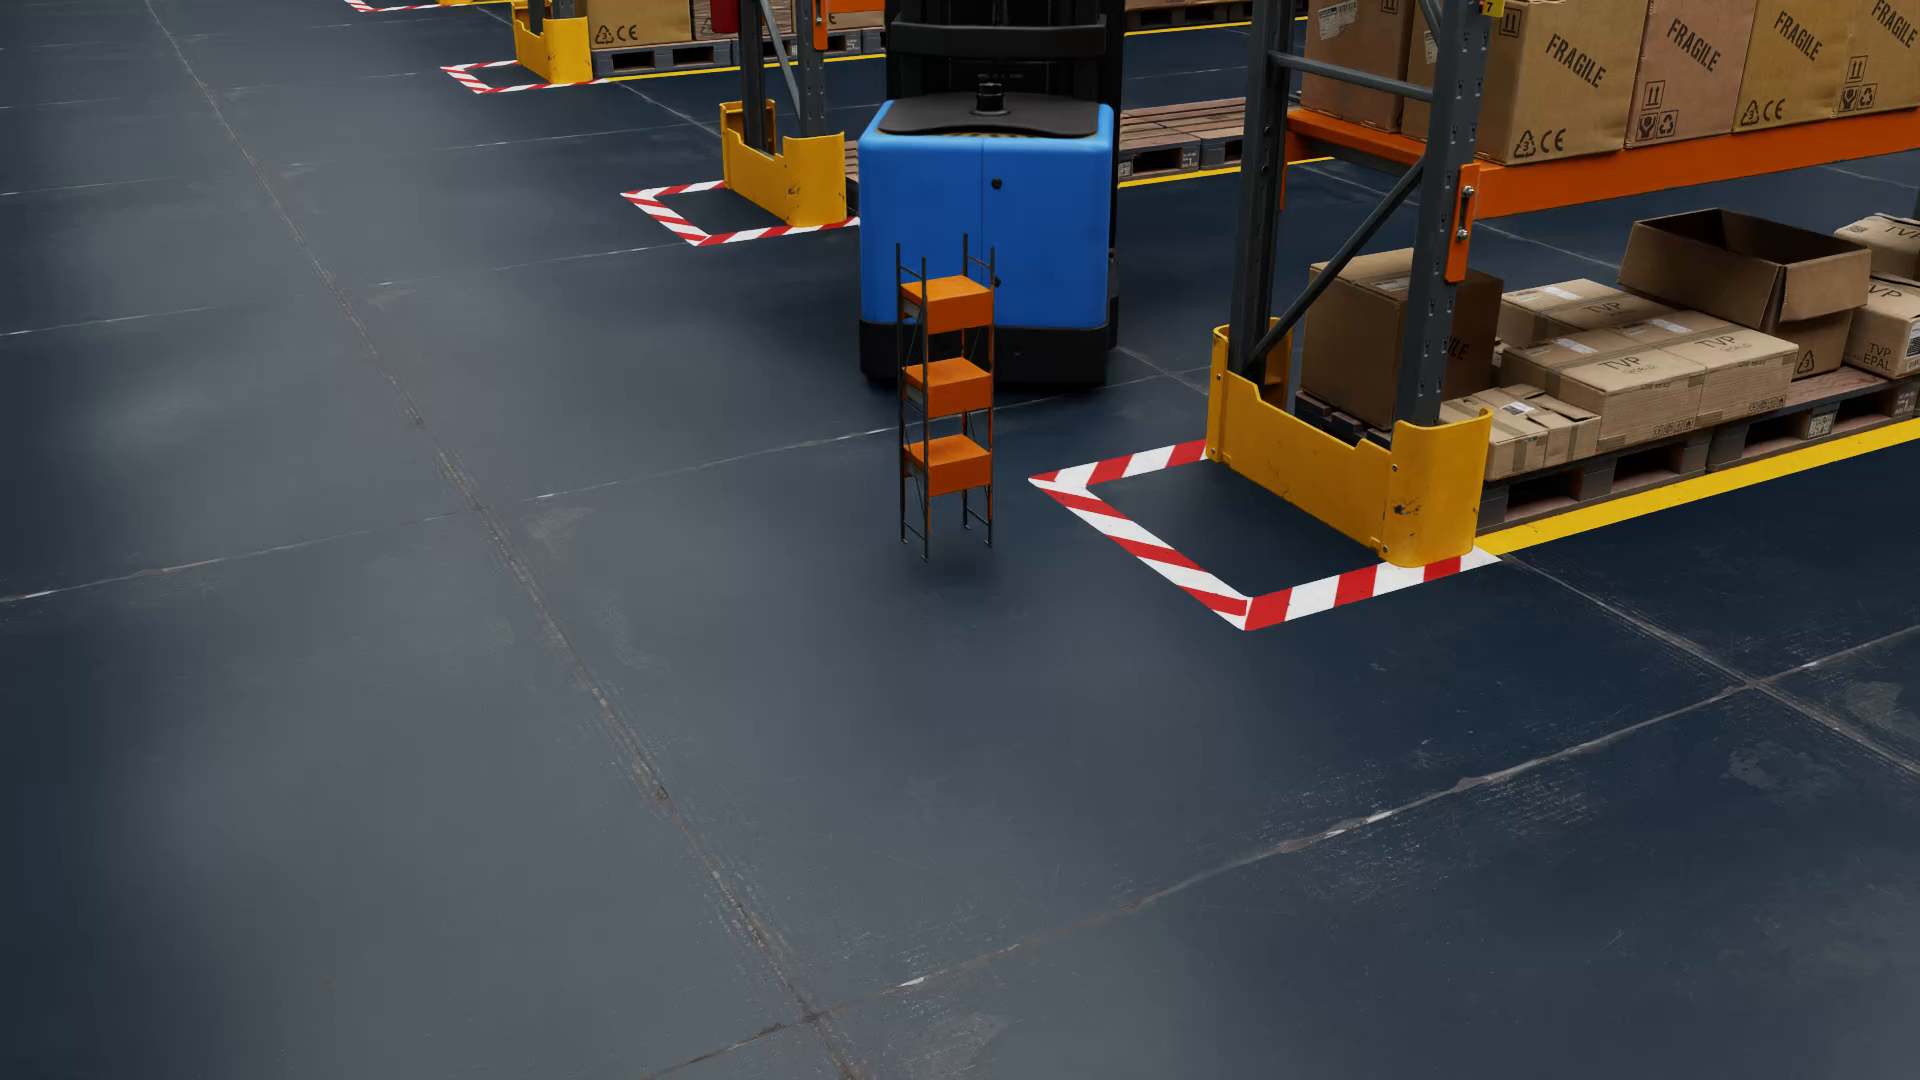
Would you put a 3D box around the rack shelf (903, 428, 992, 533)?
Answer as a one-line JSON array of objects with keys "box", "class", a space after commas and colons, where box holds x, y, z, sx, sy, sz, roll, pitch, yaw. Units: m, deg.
[{"box": [-0.047, -0.202, 5.625, 0.240, 0.259, 0.215, -13, 29, -25], "class": "rack shelf"}]

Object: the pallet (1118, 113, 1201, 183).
[{"box": [0.779, -2.526, 10.767, 1.213, 0.211, 1.003, -13, 29, -25], "class": "pallet"}]

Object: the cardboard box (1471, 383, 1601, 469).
[{"box": [2.038, -0.416, 5.917, 0.250, 0.166, 0.380, -13, 29, -25], "class": "cardboard box"}]

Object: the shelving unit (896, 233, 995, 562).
[{"box": [-0.047, -0.462, 5.500, 0.252, 1.050, 0.215, -13, 29, -25], "class": "shelving unit"}]

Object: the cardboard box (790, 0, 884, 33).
[{"box": [-1.257, -5.034, 14.738, 0.875, 0.875, 0.875, -13, 29, -25], "class": "cardboard box"}]

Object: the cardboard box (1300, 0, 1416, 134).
[{"box": [1.553, -1.731, 5.774, 0.500, 0.500, 0.500, -12, 28, -24], "class": "cardboard box"}]

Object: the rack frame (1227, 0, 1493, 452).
[{"box": [1.286, -1.490, 5.389, 0.127, 3.000, 1.000, -13, 29, -25], "class": "rack frame"}]

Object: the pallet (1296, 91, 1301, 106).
[{"box": [3.188, -3.082, 11.925, 1.213, 0.211, 1.003, -13, 29, -25], "class": "pallet"}]

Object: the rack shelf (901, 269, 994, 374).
[{"box": [-0.047, -0.709, 5.382, 0.240, 0.259, 0.215, -13, 29, -25], "class": "rack shelf"}]

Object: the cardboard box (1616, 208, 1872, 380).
[{"box": [3.160, -0.993, 6.730, 0.637, 0.503, 0.797, -13, 29, -25], "class": "cardboard box"}]

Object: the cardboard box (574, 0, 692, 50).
[{"box": [-2.845, -4.667, 13.974, 0.875, 0.875, 0.875, -13, 29, -25], "class": "cardboard box"}]

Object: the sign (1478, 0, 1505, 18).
[{"box": [1.541, -1.674, 4.770, 0.005, 0.325, 0.100, -13, 29, -25], "class": "sign"}]

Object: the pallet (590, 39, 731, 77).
[{"box": [-2.704, -4.210, 14.275, 1.213, 0.211, 1.003, -13, 29, -25], "class": "pallet"}]

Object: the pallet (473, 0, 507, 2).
[{"box": [-4.817, -6.100, 18.211, 1.213, 0.211, 1.003, -13, 29, -25], "class": "pallet"}]

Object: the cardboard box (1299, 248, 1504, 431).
[{"box": [1.650, -0.767, 6.261, 0.500, 0.500, 0.500, -13, 29, -25], "class": "cardboard box"}]

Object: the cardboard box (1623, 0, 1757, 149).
[{"box": [2.254, -1.632, 5.569, 0.500, 0.500, 0.500, -13, 29, -26], "class": "cardboard box"}]

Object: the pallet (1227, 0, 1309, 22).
[{"box": [2.955, -5.515, 16.993, 1.213, 0.211, 1.003, -13, 29, -25], "class": "pallet"}]

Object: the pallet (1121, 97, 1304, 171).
[{"box": [1.857, -2.776, 11.288, 1.213, 0.211, 1.003, -13, 29, -25], "class": "pallet"}]

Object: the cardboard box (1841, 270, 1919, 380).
[{"box": [3.784, -0.914, 6.787, 0.500, 0.311, 0.500, -13, 29, -25], "class": "cardboard box"}]

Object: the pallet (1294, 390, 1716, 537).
[{"box": [2.056, -0.411, 6.363, 1.213, 0.211, 1.003, -13, 29, -25], "class": "pallet"}]

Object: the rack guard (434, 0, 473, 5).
[{"box": [-5.550, -6.078, 17.832, 0.348, 0.500, 1.175, -13, 29, -25], "class": "rack guard"}]

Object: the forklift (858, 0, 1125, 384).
[{"box": [0.226, -2.575, 7.727, 1.130, 2.935, 3.031, 2, 26, 5], "class": "forklift"}]

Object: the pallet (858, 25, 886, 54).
[{"box": [-0.551, -4.707, 15.310, 1.213, 0.211, 1.003, -13, 29, -25], "class": "pallet"}]

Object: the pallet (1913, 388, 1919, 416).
[{"box": [4.209, -0.908, 7.399, 1.213, 0.211, 1.003, -13, 29, -25], "class": "pallet"}]

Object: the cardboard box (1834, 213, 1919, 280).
[{"box": [4.343, -1.288, 7.566, 0.500, 0.311, 0.500, -13, 29, -25], "class": "cardboard box"}]

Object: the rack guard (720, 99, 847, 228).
[{"box": [-1.057, -2.246, 9.851, 0.348, 0.500, 1.175, -13, 29, -25], "class": "rack guard"}]

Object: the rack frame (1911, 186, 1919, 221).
[{"box": [4.815, -2.305, 7.085, 0.127, 3.000, 1.000, -13, 29, -25], "class": "rack frame"}]

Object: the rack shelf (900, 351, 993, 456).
[{"box": [-0.047, -0.453, 5.505, 0.240, 0.259, 0.215, -13, 29, -25], "class": "rack shelf"}]

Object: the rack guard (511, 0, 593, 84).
[{"box": [-3.394, -4.143, 13.801, 0.348, 0.500, 1.175, -13, 29, -25], "class": "rack guard"}]

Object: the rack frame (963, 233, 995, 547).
[{"box": [0.060, -0.487, 5.552, 0.008, 1.050, 0.200, -13, 29, -25], "class": "rack frame"}]

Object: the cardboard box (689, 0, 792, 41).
[{"box": [-2.042, -4.852, 14.360, 0.875, 0.875, 0.875, -13, 29, -25], "class": "cardboard box"}]

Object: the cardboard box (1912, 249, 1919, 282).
[{"box": [4.446, -1.152, 7.064, 0.500, 0.500, 0.500, -13, 29, -25], "class": "cardboard box"}]

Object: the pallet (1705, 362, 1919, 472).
[{"box": [3.131, -0.658, 6.877, 1.213, 0.211, 1.003, -13, 29, -25], "class": "pallet"}]

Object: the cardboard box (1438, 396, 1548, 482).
[{"box": [1.817, -0.358, 5.815, 0.250, 0.149, 0.380, -13, 29, -25], "class": "cardboard box"}]

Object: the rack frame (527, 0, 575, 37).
[{"box": [-3.372, -5.275, 13.270, 0.127, 3.000, 1.000, -13, 29, -25], "class": "rack frame"}]

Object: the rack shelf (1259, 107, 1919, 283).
[{"box": [3.051, -1.573, 6.393, 4.000, 0.370, 1.077, -13, 29, -25], "class": "rack shelf"}]

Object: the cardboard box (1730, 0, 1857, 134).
[{"box": [2.698, -1.733, 5.779, 0.500, 0.500, 0.500, -13, 29, -25], "class": "cardboard box"}]

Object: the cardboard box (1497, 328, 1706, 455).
[{"box": [2.340, -0.553, 6.106, 0.500, 0.250, 0.500, -13, 29, -25], "class": "cardboard box"}]

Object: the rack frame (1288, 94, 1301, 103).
[{"box": [2.488, -4.198, 11.027, 0.127, 3.000, 1.000, -13, 29, -25], "class": "rack frame"}]

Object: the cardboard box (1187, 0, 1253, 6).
[{"box": [2.278, -5.824, 16.385, 0.875, 0.875, 1.225, -13, 29, -25], "class": "cardboard box"}]

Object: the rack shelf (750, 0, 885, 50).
[{"box": [0.723, -3.466, 10.334, 4.000, 0.370, 1.077, -13, 29, -25], "class": "rack shelf"}]

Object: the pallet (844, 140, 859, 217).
[{"box": [-0.296, -2.279, 10.253, 1.213, 0.211, 1.003, -13, 29, -25], "class": "pallet"}]

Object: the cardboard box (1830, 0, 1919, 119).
[{"box": [3.140, -1.835, 5.990, 0.500, 0.500, 0.500, -13, 28, -24], "class": "cardboard box"}]

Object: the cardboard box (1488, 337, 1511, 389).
[{"box": [2.049, -0.664, 6.434, 0.250, 0.166, 0.380, -13, 29, -25], "class": "cardboard box"}]

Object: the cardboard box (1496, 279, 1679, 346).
[{"box": [2.502, -0.836, 6.694, 0.500, 0.250, 0.500, -13, 29, -25], "class": "cardboard box"}]

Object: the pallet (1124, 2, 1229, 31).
[{"box": [1.880, -5.268, 16.479, 1.213, 0.211, 1.003, -13, 29, -25], "class": "pallet"}]

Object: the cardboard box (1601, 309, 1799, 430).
[{"box": [2.781, -0.655, 6.318, 0.500, 0.250, 0.500, -13, 29, -25], "class": "cardboard box"}]

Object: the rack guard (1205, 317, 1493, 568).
[{"box": [1.353, -0.379, 5.962, 0.348, 0.500, 1.175, -13, 29, -25], "class": "rack guard"}]

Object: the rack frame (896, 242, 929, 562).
[{"box": [-0.155, -0.438, 5.448, 0.008, 1.050, 0.200, -13, 29, -25], "class": "rack frame"}]

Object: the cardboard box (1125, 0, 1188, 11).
[{"box": [1.500, -5.641, 16.003, 0.875, 0.875, 1.225, -14, 29, -27], "class": "cardboard box"}]

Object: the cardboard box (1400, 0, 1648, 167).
[{"box": [1.801, -1.525, 5.346, 0.500, 0.500, 0.500, -12, 28, -24], "class": "cardboard box"}]

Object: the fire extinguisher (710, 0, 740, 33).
[{"box": [-1.389, -3.323, 9.725, 0.183, 0.674, 0.296, -13, 29, -25], "class": "fire extinguisher"}]

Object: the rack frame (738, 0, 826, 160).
[{"box": [-1.042, -3.383, 9.330, 0.127, 3.000, 1.000, -13, 29, -25], "class": "rack frame"}]

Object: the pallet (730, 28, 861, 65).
[{"box": [-1.629, -4.457, 14.789, 1.213, 0.211, 1.003, -13, 29, -25], "class": "pallet"}]
